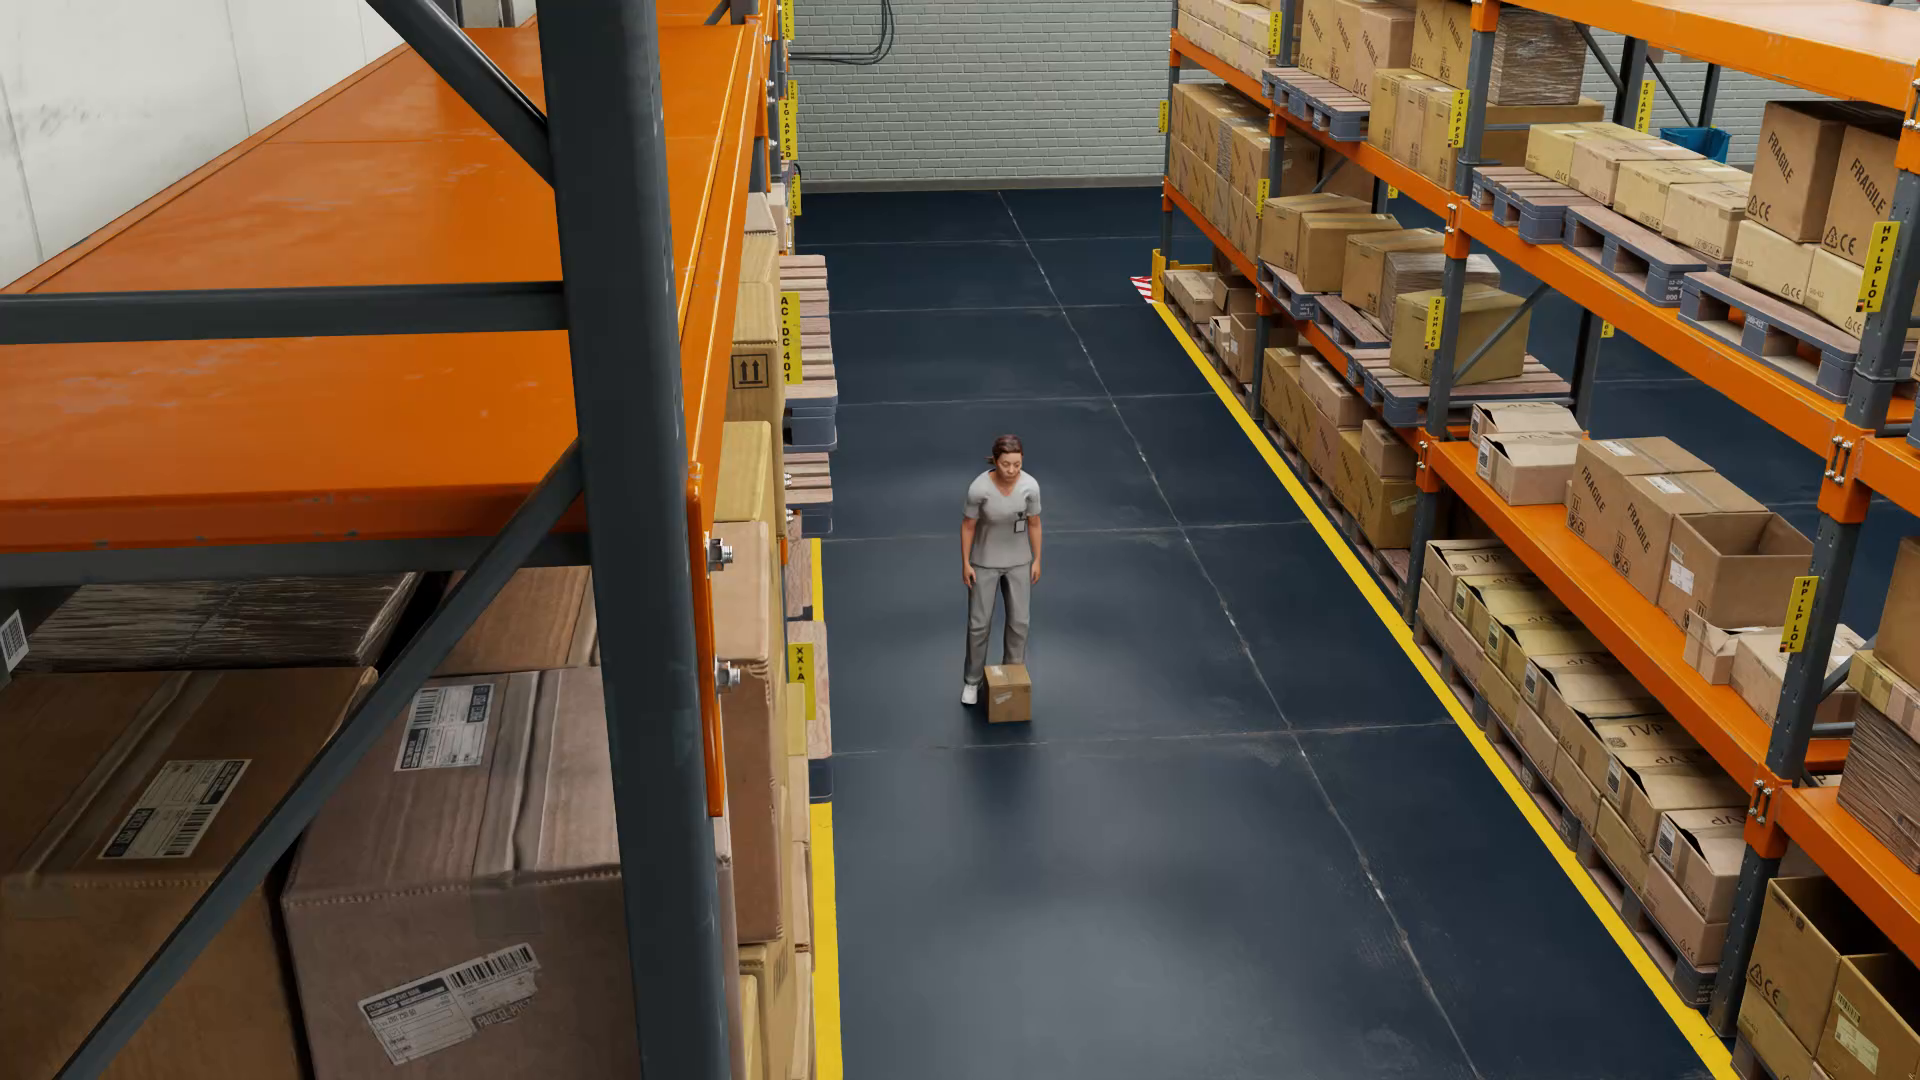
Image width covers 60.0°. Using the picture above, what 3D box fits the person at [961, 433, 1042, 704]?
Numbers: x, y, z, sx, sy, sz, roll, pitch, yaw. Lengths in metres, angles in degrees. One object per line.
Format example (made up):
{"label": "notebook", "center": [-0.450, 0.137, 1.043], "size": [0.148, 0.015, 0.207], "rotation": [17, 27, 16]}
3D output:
{"label": "person", "center": [0.244, 0.165, 9.731], "size": [0.498, 1.671, 0.416], "rotation": [-3, 24, -8]}
